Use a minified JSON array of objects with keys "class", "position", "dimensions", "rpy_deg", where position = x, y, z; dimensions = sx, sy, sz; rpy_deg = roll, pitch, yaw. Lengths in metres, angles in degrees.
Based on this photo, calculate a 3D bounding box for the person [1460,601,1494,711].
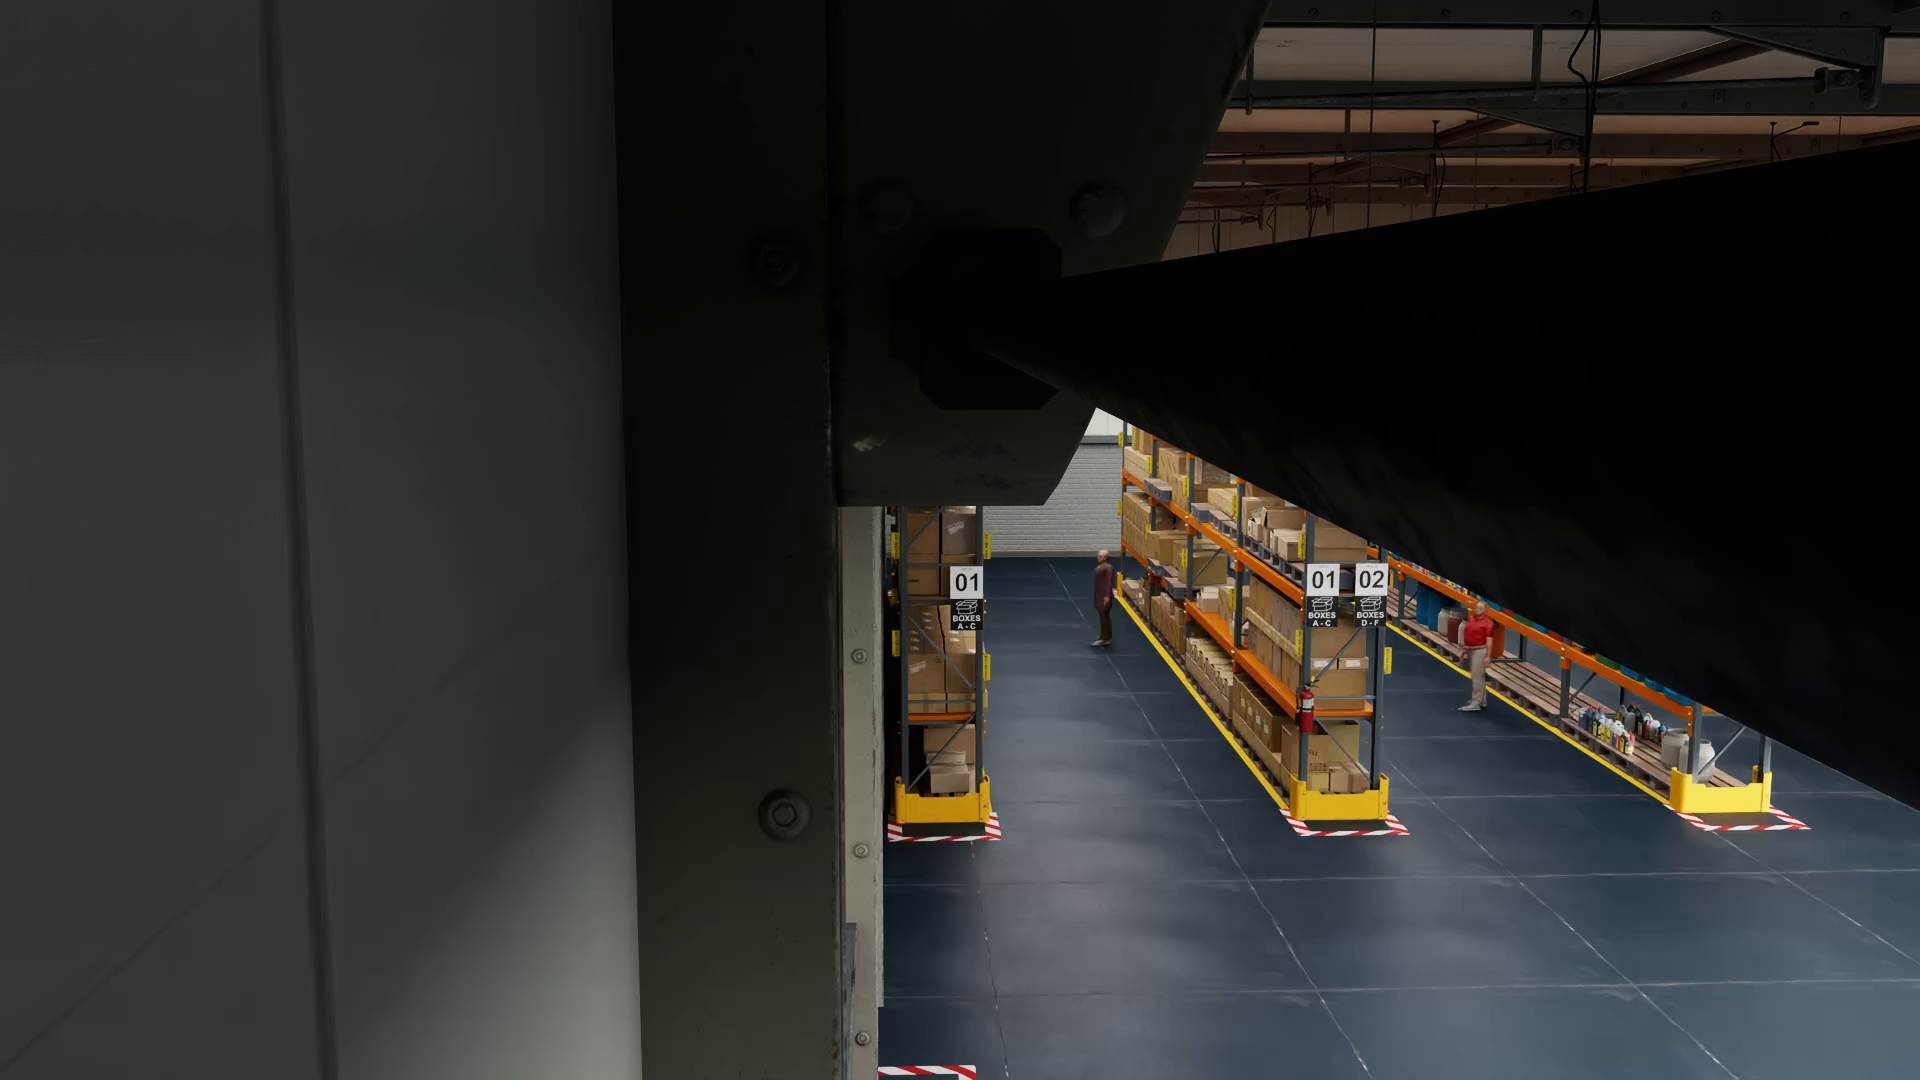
[{"class":"person","position":[8.104,1.806,26.206],"dimensions":[0.508,1.718,0.550],"rpy_deg":[-1,8,-5]}]

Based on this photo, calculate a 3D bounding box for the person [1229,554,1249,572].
[{"class":"person","position":[6.728,-0.098,39.924],"dimensions":[0.493,1.702,0.491],"rpy_deg":[-3,8,-19]}]

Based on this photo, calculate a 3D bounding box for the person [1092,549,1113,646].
[{"class":"person","position":[2.648,1.061,31.185],"dimensions":[0.453,1.783,0.672],"rpy_deg":[-2,8,-14]}]
